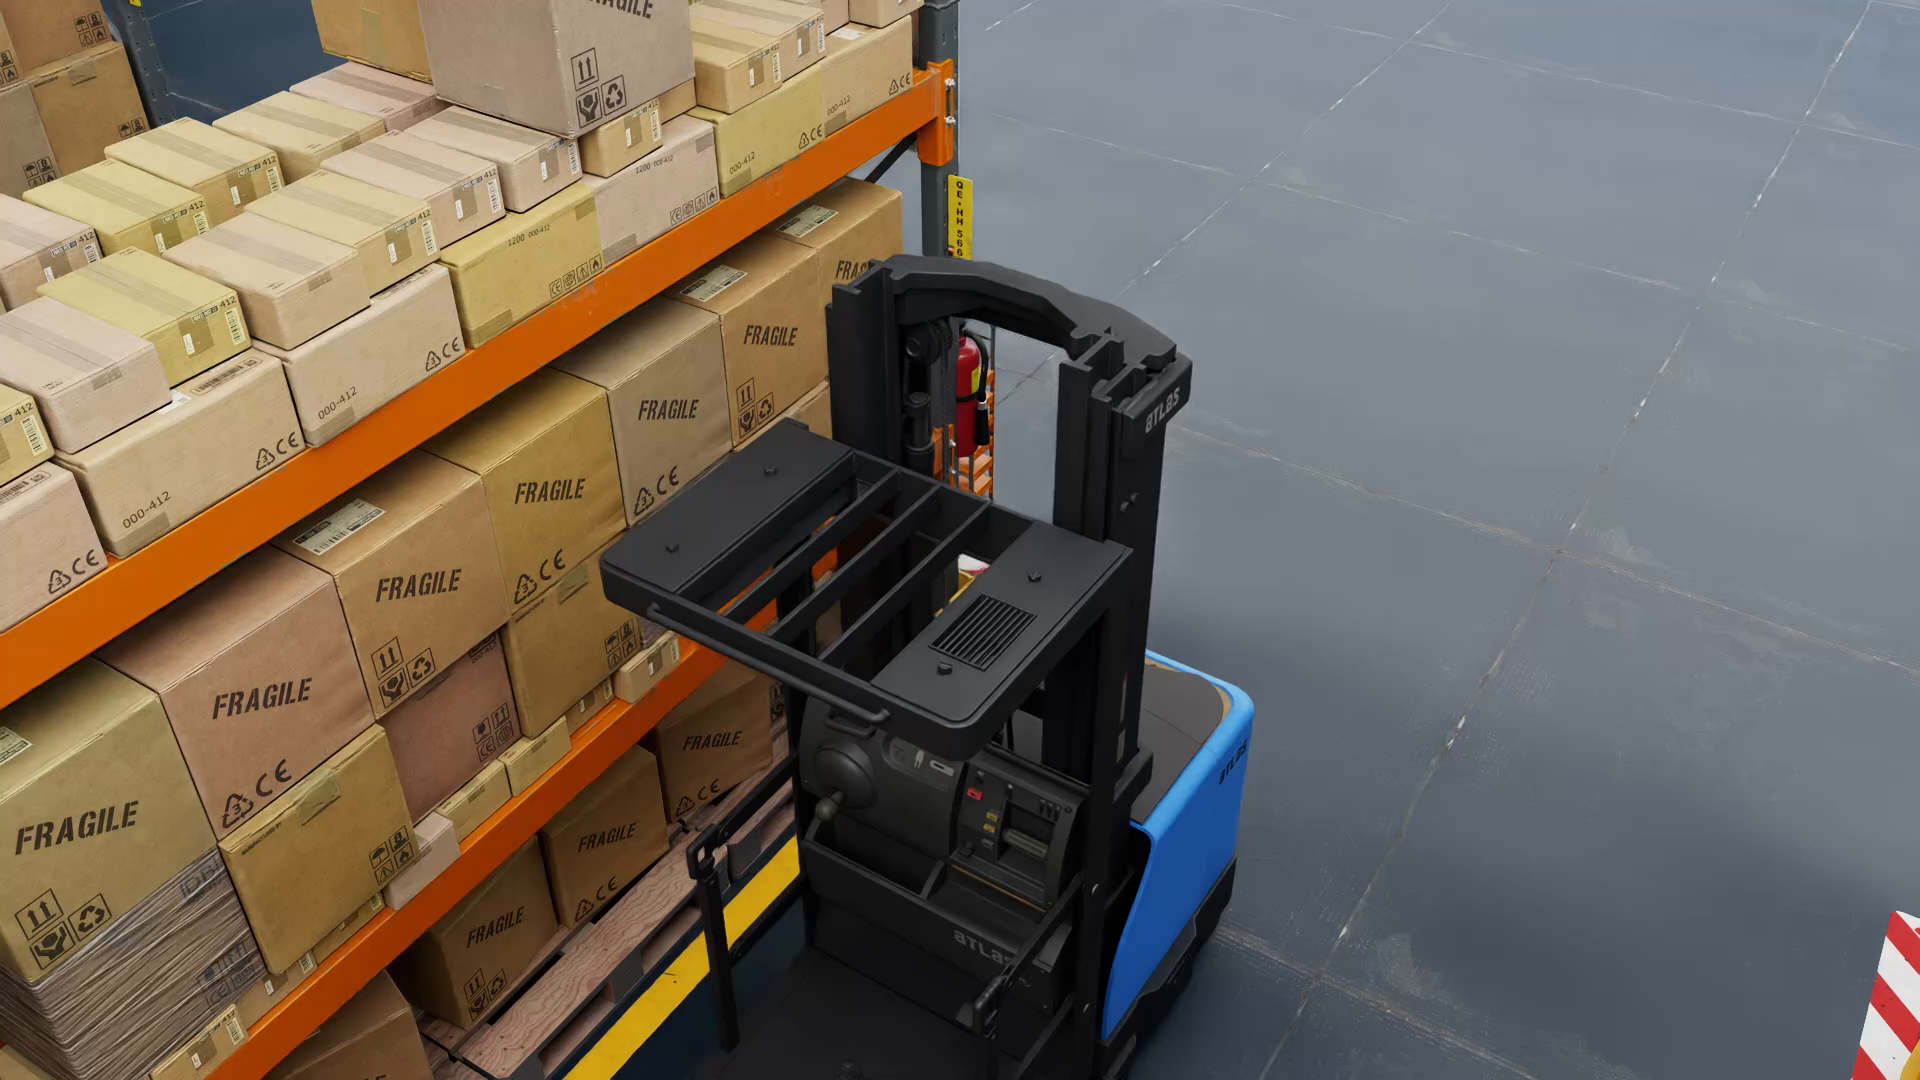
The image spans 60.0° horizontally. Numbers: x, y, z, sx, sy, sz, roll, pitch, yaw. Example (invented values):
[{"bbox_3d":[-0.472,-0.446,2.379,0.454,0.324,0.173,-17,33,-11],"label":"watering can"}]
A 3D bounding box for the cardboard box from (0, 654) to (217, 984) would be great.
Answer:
[{"bbox_3d":[-2.144,0.588,3.826,0.500,0.500,0.500,21,42,25],"label":"cardboard box"}]

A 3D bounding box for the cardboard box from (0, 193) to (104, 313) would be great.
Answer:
[{"bbox_3d":[-2.262,-0.675,3.947,0.380,0.149,0.250,20,42,24],"label":"cardboard box"}]

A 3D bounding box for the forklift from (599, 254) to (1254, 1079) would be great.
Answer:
[{"bbox_3d":[-0.194,0.810,4.738,1.130,2.935,3.031,22,43,26],"label":"forklift"}]

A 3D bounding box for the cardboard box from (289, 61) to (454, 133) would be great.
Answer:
[{"bbox_3d":[-1.620,-1.189,4.614,0.380,0.149,0.250,21,42,25],"label":"cardboard box"}]

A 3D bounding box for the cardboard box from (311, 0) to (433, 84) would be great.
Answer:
[{"bbox_3d":[-1.480,-1.638,4.666,0.500,0.500,0.500,21,42,25],"label":"cardboard box"}]

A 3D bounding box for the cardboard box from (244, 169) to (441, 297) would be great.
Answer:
[{"bbox_3d":[-1.499,-0.748,4.042,0.380,0.149,0.250,20,42,24],"label":"cardboard box"}]

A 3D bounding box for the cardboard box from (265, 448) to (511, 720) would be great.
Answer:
[{"bbox_3d":[-1.609,0.072,4.495,0.500,0.500,0.500,21,42,25],"label":"cardboard box"}]

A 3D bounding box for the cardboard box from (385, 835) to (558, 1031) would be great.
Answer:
[{"bbox_3d":[-1.785,1.277,5.780,0.500,0.500,0.500,17,41,21],"label":"cardboard box"}]

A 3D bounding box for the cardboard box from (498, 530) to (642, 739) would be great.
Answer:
[{"bbox_3d":[-1.524,0.140,5.226,0.875,0.500,0.500,21,42,25],"label":"cardboard box"}]

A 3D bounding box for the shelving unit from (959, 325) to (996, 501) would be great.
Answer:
[{"bbox_3d":[0.008,-0.483,7.833,0.258,1.200,0.189,21,42,25],"label":"shelving unit"}]

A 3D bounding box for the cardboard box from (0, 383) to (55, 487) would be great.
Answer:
[{"bbox_3d":[-2.081,-0.223,3.361,0.380,0.149,0.250,19,42,23],"label":"cardboard box"}]

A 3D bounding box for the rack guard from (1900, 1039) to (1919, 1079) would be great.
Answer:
[{"bbox_3d":[3.724,1.893,5.325,1.175,0.500,0.348,21,42,25],"label":"rack guard"}]

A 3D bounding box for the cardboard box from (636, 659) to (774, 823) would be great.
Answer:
[{"bbox_3d":[-1.097,0.687,6.544,0.500,0.500,0.500,-29,46,-32],"label":"cardboard box"}]

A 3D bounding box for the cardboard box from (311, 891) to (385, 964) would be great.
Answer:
[{"bbox_3d":[-1.849,0.982,4.664,0.380,0.149,0.250,21,42,25],"label":"cardboard box"}]

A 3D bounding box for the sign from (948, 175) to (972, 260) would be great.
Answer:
[{"bbox_3d":[0.001,-1.164,6.035,0.100,0.325,0.005,21,42,25],"label":"sign"}]

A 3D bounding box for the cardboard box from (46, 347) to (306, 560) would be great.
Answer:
[{"bbox_3d":[-1.864,-0.261,3.737,0.500,0.250,0.500,21,42,25],"label":"cardboard box"}]

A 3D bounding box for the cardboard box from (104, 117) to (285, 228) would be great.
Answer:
[{"bbox_3d":[-1.968,-0.940,4.291,0.380,0.149,0.250,23,43,27],"label":"cardboard box"}]

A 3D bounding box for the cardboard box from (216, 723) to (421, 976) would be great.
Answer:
[{"bbox_3d":[-2.009,0.675,4.532,0.875,0.500,0.500,21,42,25],"label":"cardboard box"}]

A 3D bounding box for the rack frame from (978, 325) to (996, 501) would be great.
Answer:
[{"bbox_3d":[0.057,-0.530,7.894,0.240,1.200,0.006,21,42,25],"label":"rack frame"}]

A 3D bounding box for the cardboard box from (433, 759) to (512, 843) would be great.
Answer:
[{"bbox_3d":[-1.582,0.725,4.998,0.380,0.149,0.250,21,42,25],"label":"cardboard box"}]

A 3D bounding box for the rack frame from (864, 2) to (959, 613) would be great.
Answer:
[{"bbox_3d":[-0.457,-0.772,6.734,1.000,3.000,0.127,21,42,25],"label":"rack frame"}]

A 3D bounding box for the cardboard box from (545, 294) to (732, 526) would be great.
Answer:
[{"bbox_3d":[-1.076,-0.445,5.165,0.500,0.500,0.500,21,42,25],"label":"cardboard box"}]

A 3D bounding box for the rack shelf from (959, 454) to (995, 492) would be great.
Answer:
[{"bbox_3d":[0.008,-0.353,7.933,0.258,0.103,0.180,21,42,25],"label":"rack shelf"}]

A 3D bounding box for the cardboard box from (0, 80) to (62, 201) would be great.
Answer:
[{"bbox_3d":[-5.028,-2.009,8.216,0.875,0.550,0.550,21,42,25],"label":"cardboard box"}]

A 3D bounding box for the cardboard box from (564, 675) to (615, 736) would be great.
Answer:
[{"bbox_3d":[-1.343,0.456,5.347,0.380,0.149,0.250,21,42,25],"label":"cardboard box"}]

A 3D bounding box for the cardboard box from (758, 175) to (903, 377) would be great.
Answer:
[{"bbox_3d":[-0.543,-0.961,5.835,0.500,0.500,0.500,21,42,25],"label":"cardboard box"}]

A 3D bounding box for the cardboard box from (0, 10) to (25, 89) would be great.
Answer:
[{"bbox_3d":[-5.039,-2.441,7.892,0.875,0.550,0.550,21,42,25],"label":"cardboard box"}]

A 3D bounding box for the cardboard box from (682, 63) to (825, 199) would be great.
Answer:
[{"bbox_3d":[-0.766,-1.311,5.099,0.500,0.250,0.500,21,43,25],"label":"cardboard box"}]

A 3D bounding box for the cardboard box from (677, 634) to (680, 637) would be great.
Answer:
[{"bbox_3d":[-1.091,0.192,5.690,0.380,0.149,0.250,21,42,25],"label":"cardboard box"}]

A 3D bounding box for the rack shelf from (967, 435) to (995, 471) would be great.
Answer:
[{"bbox_3d":[0.008,-0.448,7.860,0.258,0.103,0.180,21,42,25],"label":"rack shelf"}]

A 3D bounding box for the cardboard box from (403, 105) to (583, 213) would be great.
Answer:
[{"bbox_3d":[-1.232,-1.019,4.394,0.380,0.149,0.250,19,42,23],"label":"cardboard box"}]

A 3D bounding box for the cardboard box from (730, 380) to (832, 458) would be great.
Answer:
[{"bbox_3d":[-0.941,-0.358,5.871,0.875,0.500,0.500,21,42,25],"label":"cardboard box"}]

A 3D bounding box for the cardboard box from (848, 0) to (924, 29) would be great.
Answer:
[{"bbox_3d":[-0.342,-1.813,5.424,0.380,0.149,0.250,21,42,25],"label":"cardboard box"}]

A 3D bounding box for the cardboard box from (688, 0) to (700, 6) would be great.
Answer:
[{"bbox_3d":[-1.052,-1.720,5.303,0.380,0.149,0.250,20,42,24],"label":"cardboard box"}]

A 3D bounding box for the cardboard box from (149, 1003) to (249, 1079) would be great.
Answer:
[{"bbox_3d":[-2.086,1.252,4.314,0.380,0.149,0.250,21,42,25],"label":"cardboard box"}]

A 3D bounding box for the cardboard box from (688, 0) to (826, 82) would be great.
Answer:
[{"bbox_3d":[-0.635,-1.541,5.071,0.380,0.149,0.250,19,42,23],"label":"cardboard box"}]

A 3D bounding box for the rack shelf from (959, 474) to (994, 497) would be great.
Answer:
[{"bbox_3d":[0.008,-0.258,8.007,0.258,0.103,0.180,21,42,25],"label":"rack shelf"}]

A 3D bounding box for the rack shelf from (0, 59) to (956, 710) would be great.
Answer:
[{"bbox_3d":[-1.529,-0.644,4.701,1.077,0.370,4.000,21,42,25],"label":"rack shelf"}]

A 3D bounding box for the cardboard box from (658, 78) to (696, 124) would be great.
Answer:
[{"bbox_3d":[-0.987,-1.317,4.780,0.380,0.149,0.250,22,43,26],"label":"cardboard box"}]

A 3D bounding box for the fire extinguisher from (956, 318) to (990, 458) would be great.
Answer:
[{"bbox_3d":[-0.007,-0.650,6.639,0.296,0.674,0.183,21,42,25],"label":"fire extinguisher"}]

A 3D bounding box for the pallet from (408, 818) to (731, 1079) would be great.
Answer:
[{"bbox_3d":[-1.617,1.405,6.194,1.003,0.211,1.213,21,42,25],"label":"pallet"}]

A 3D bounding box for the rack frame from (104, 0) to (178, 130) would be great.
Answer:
[{"bbox_3d":[-4.591,-2.447,8.906,1.000,3.000,0.127,21,42,25],"label":"rack frame"}]

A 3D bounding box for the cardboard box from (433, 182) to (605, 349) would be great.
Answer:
[{"bbox_3d":[-1.313,-0.788,4.421,0.500,0.250,0.500,20,42,24],"label":"cardboard box"}]

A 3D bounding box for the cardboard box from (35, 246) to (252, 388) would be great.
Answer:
[{"bbox_3d":[-1.822,-0.497,3.716,0.380,0.149,0.250,22,43,26],"label":"cardboard box"}]

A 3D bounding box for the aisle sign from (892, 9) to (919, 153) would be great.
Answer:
[{"bbox_3d":[-0.171,-1.736,5.855,0.394,0.787,0.004,21,42,25],"label":"aisle sign"}]
